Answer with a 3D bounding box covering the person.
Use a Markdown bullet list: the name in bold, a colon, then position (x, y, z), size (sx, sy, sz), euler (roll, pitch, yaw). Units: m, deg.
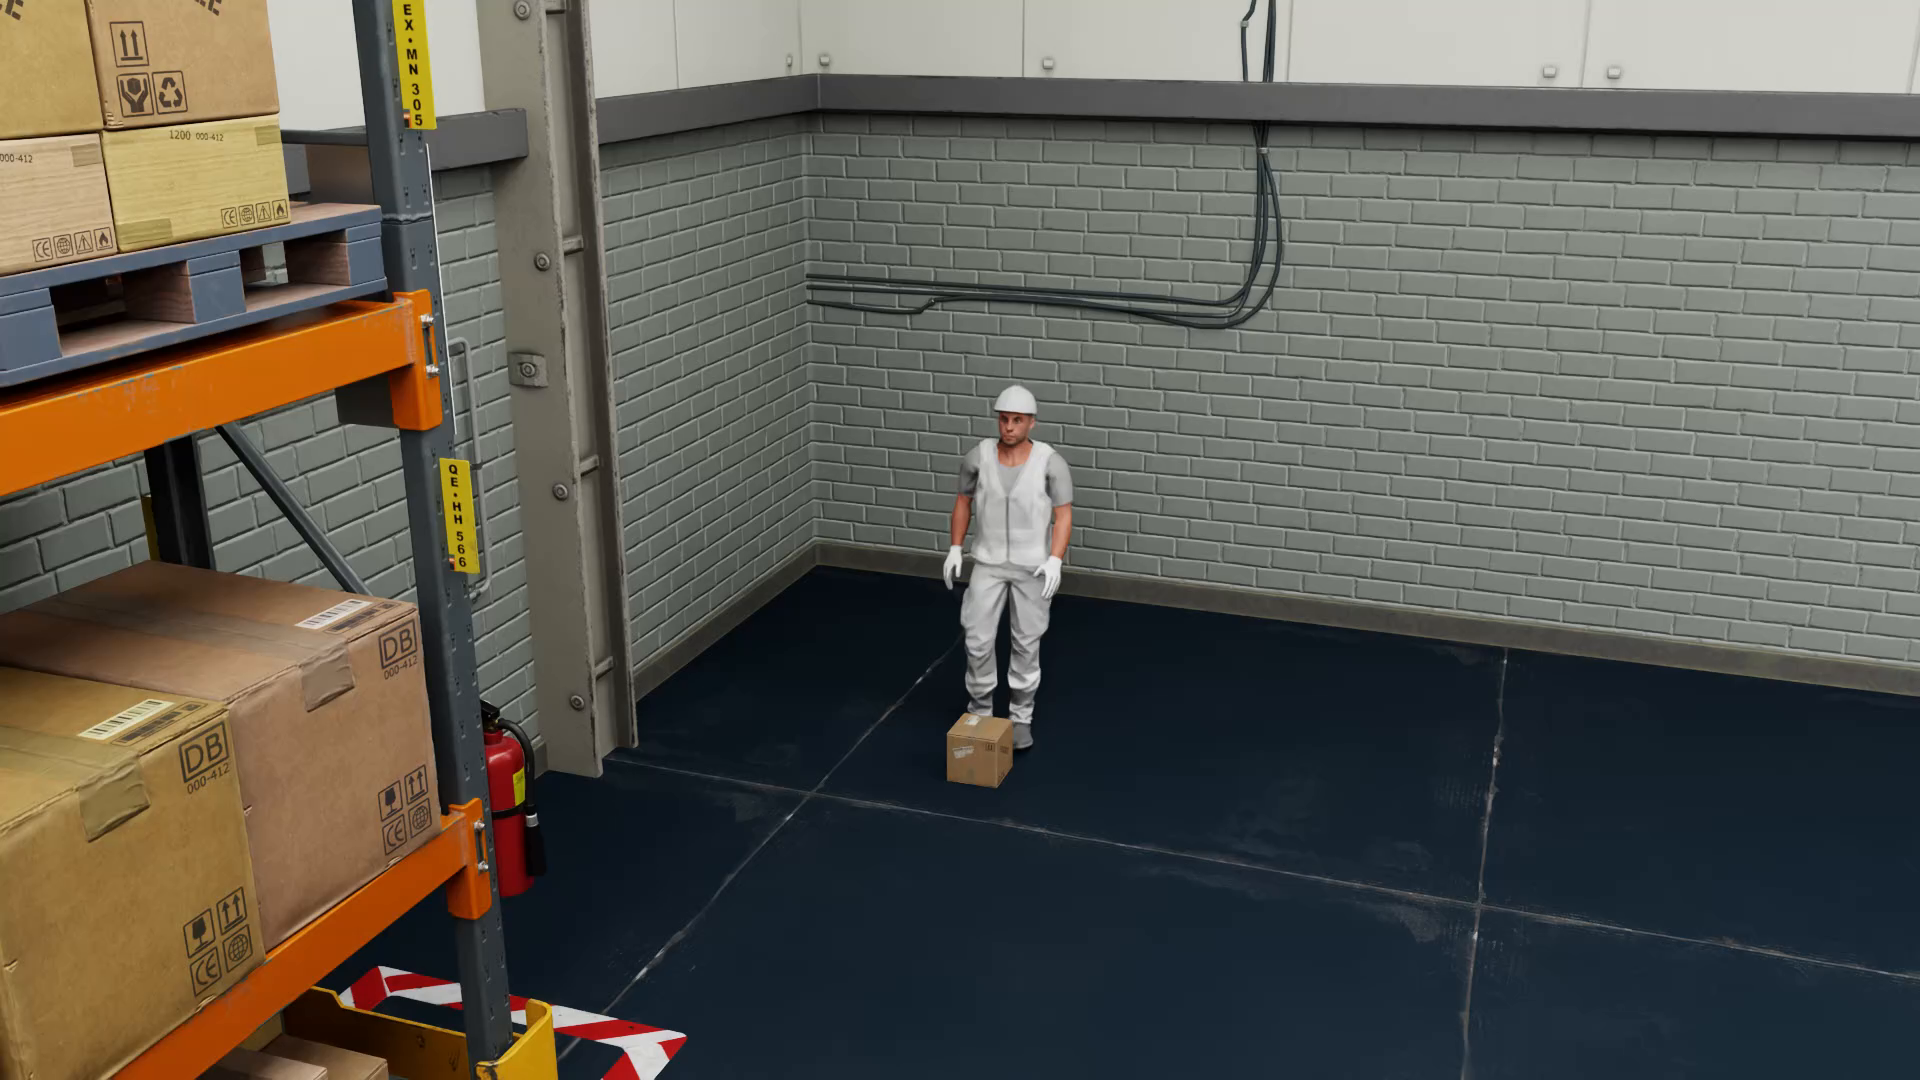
- **person**: position (0.221, 0.173, 8.094), size (0.635, 1.859, 0.462), euler (3, 19, 8)
